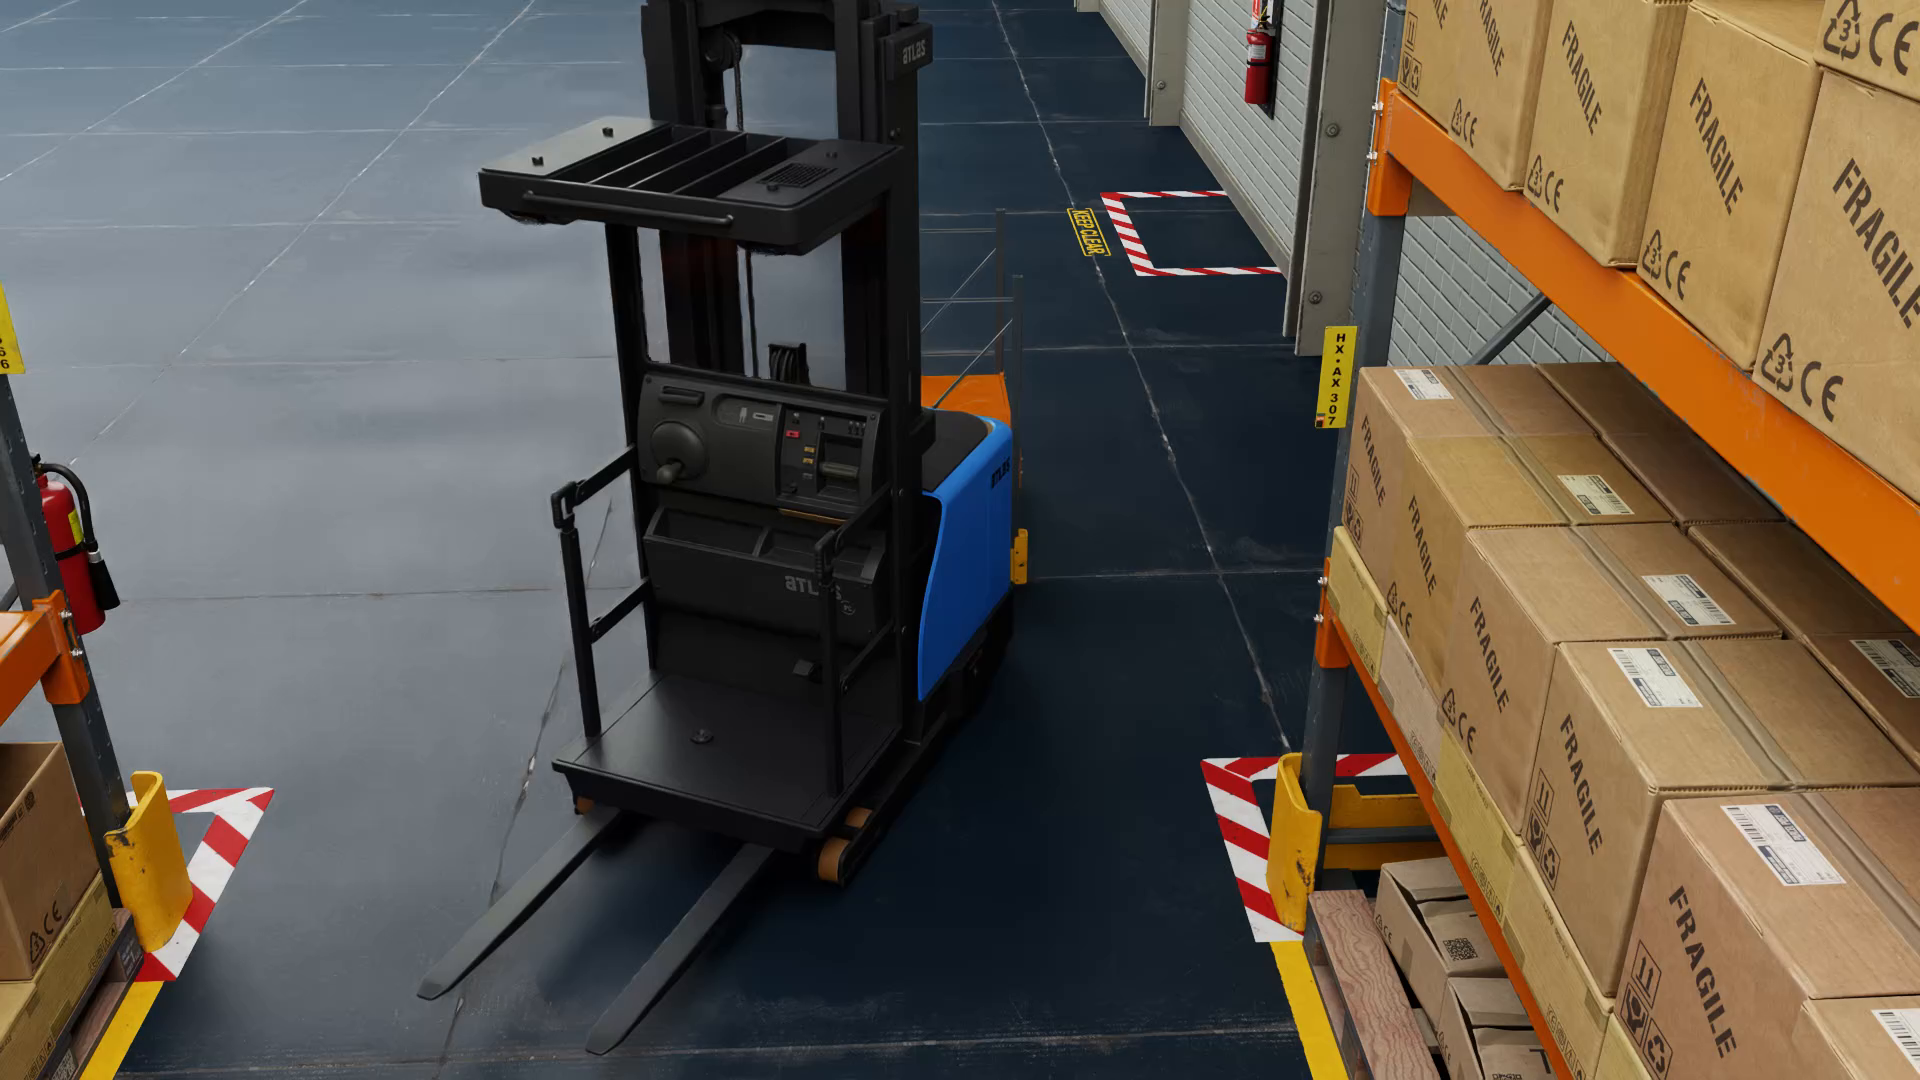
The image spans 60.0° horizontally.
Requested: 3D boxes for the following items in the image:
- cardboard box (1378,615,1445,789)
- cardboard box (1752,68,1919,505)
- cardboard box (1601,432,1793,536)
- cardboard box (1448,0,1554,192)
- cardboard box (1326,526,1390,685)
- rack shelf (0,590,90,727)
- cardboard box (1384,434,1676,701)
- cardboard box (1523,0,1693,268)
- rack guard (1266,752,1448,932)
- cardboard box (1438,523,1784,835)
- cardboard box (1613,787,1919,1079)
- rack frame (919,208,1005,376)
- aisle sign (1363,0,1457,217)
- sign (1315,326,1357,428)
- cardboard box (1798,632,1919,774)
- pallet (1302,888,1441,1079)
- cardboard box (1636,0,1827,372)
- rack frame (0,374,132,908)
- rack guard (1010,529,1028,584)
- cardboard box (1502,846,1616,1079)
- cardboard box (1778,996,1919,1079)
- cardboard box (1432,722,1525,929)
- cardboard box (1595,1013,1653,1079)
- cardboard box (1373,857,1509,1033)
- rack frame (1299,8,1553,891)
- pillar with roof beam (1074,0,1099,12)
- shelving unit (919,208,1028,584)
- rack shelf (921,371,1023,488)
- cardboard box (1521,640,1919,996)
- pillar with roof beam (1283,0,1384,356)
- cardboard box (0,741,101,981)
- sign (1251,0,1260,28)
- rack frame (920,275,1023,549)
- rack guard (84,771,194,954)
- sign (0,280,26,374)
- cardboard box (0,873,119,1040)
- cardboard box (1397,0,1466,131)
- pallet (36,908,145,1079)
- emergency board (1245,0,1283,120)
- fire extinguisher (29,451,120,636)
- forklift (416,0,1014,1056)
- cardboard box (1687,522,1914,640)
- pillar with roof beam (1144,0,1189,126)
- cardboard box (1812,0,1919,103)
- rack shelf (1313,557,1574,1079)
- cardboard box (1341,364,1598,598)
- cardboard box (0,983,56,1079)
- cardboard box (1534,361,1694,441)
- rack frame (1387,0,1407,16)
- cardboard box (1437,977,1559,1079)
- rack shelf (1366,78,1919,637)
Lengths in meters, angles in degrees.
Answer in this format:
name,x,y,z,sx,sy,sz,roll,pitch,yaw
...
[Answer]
name,x,y,z,sx,sy,sz,roll,pitch,yaw
cardboard box,1.426,0.413,4.356,0.500,0.250,0.500,-2,28,-4
cardboard box,1.532,-0.370,2.341,0.500,0.500,0.500,-2,28,-5
cardboard box,1.930,0.053,4.235,0.500,0.500,0.500,-1,28,-2
cardboard box,1.437,-1.091,3.725,0.500,0.500,0.500,0,28,1
cardboard box,1.385,0.173,4.815,0.500,0.250,0.500,-2,28,-4
rack shelf,-3.166,1.246,3.395,1.077,0.370,4.000,-1,28,-3
cardboard box,1.417,0.064,4.214,0.500,0.500,0.500,-1,28,-2
cardboard box,1.468,-0.852,3.266,0.500,0.500,0.500,0,28,0
rack guard,1.681,1.026,5.742,1.175,0.500,0.348,-1,28,-3
cardboard box,1.438,0.303,3.756,0.500,0.500,0.500,-2,28,-4
cardboard box,1.505,0.781,2.839,0.500,0.500,0.500,-2,28,-4
rack frame,-0.031,-0.939,8.429,0.500,1.500,0.032,-1,28,-3
aisle sign,1.373,-1.296,4.680,0.394,0.787,0.004,-1,28,-3
sign,1.135,-0.488,5.006,0.100,0.325,0.005,-1,28,-3
cardboard box,1.988,0.524,3.331,0.500,0.500,0.500,-1,28,-2
pallet,1.688,1.530,5.088,1.003,0.211,1.213,-1,28,-3
cardboard box,1.517,-0.605,2.792,0.500,0.500,0.500,0,28,1
rack frame,-3.270,0.004,4.999,1.000,3.000,0.127,-1,28,-3
rack guard,0.022,0.084,7.819,0.587,0.250,0.087,-1,28,-3
cardboard box,1.471,0.881,3.457,0.500,0.250,0.500,-1,28,-2
cardboard box,1.520,1.014,2.392,0.500,0.500,0.500,-2,28,-3
cardboard box,1.447,0.648,3.904,0.500,0.250,0.500,-2,28,-3
cardboard box,1.499,1.114,3.011,0.500,0.250,0.500,-2,28,-3
cardboard box,1.623,1.201,5.135,0.500,0.311,0.500,-4,28,-8
rack frame,1.677,-0.118,5.232,1.000,3.000,0.127,-1,28,-3
pillar with roof beam,-2.662,-10.684,19.003,9.100,9.000,0.400,-1,28,-3
shelving unit,-0.004,-0.700,7.971,0.587,1.500,1.083,-1,28,-3
rack shelf,-0.004,-0.545,8.062,0.538,0.185,1.000,-1,28,-3
cardboard box,1.477,0.541,3.299,0.500,0.500,0.500,-1,28,-1
pillar with roof beam,-2.035,-5.142,8.378,9.100,9.000,0.400,-1,28,-3
cardboard box,-2.945,0.945,4.903,0.500,0.500,0.500,-1,28,-3
sign,2.247,-4.002,12.641,0.001,0.329,0.234,-1,28,-3
rack frame,0.022,-0.470,7.529,0.500,1.500,0.032,-1,28,-3
rack guard,-3.271,1.101,5.598,1.175,0.500,0.348,-1,28,-3
sign,-2.727,-0.621,4.689,0.100,0.325,0.005,-1,28,-3
cardboard box,-2.947,1.277,5.077,0.500,0.250,0.500,-1,28,-3
cardboard box,1.444,-1.340,4.203,0.500,0.500,0.500,-1,28,-1
pallet,-3.188,1.592,4.969,1.003,0.211,1.213,-1,28,-3
emergency board,2.173,-3.728,12.154,0.194,1.169,0.643,-1,28,-3
fire extinguisher,-2.812,-0.028,5.143,0.296,0.674,0.183,-1,28,-3
forklift,-0.791,-0.299,5.653,1.130,2.935,3.031,11,29,19
cardboard box,1.961,0.292,3.777,0.500,0.500,0.500,-2,28,-4
pillar with roof beam,-2.349,-7.913,13.691,9.100,9.000,0.400,-1,28,-3
cardboard box,1.512,-0.815,2.115,0.500,0.500,0.500,-2,28,-4
rack shelf,1.781,1.125,3.627,1.077,0.370,4.000,-1,28,-3
cardboard box,1.401,-0.165,4.652,0.500,0.500,0.500,-1,28,-3
cardboard box,-2.909,1.508,4.634,0.500,0.250,0.500,-1,28,-3
cardboard box,1.914,-0.180,4.681,0.500,0.500,0.500,-2,28,-3
rack frame,1.677,-2.777,3.844,1.000,3.000,0.127,-1,28,-3
cardboard box,1.653,1.465,4.630,0.500,0.311,0.500,1,28,2
rack shelf,1.781,-0.205,2.933,1.077,0.370,4.000,-1,28,-3
